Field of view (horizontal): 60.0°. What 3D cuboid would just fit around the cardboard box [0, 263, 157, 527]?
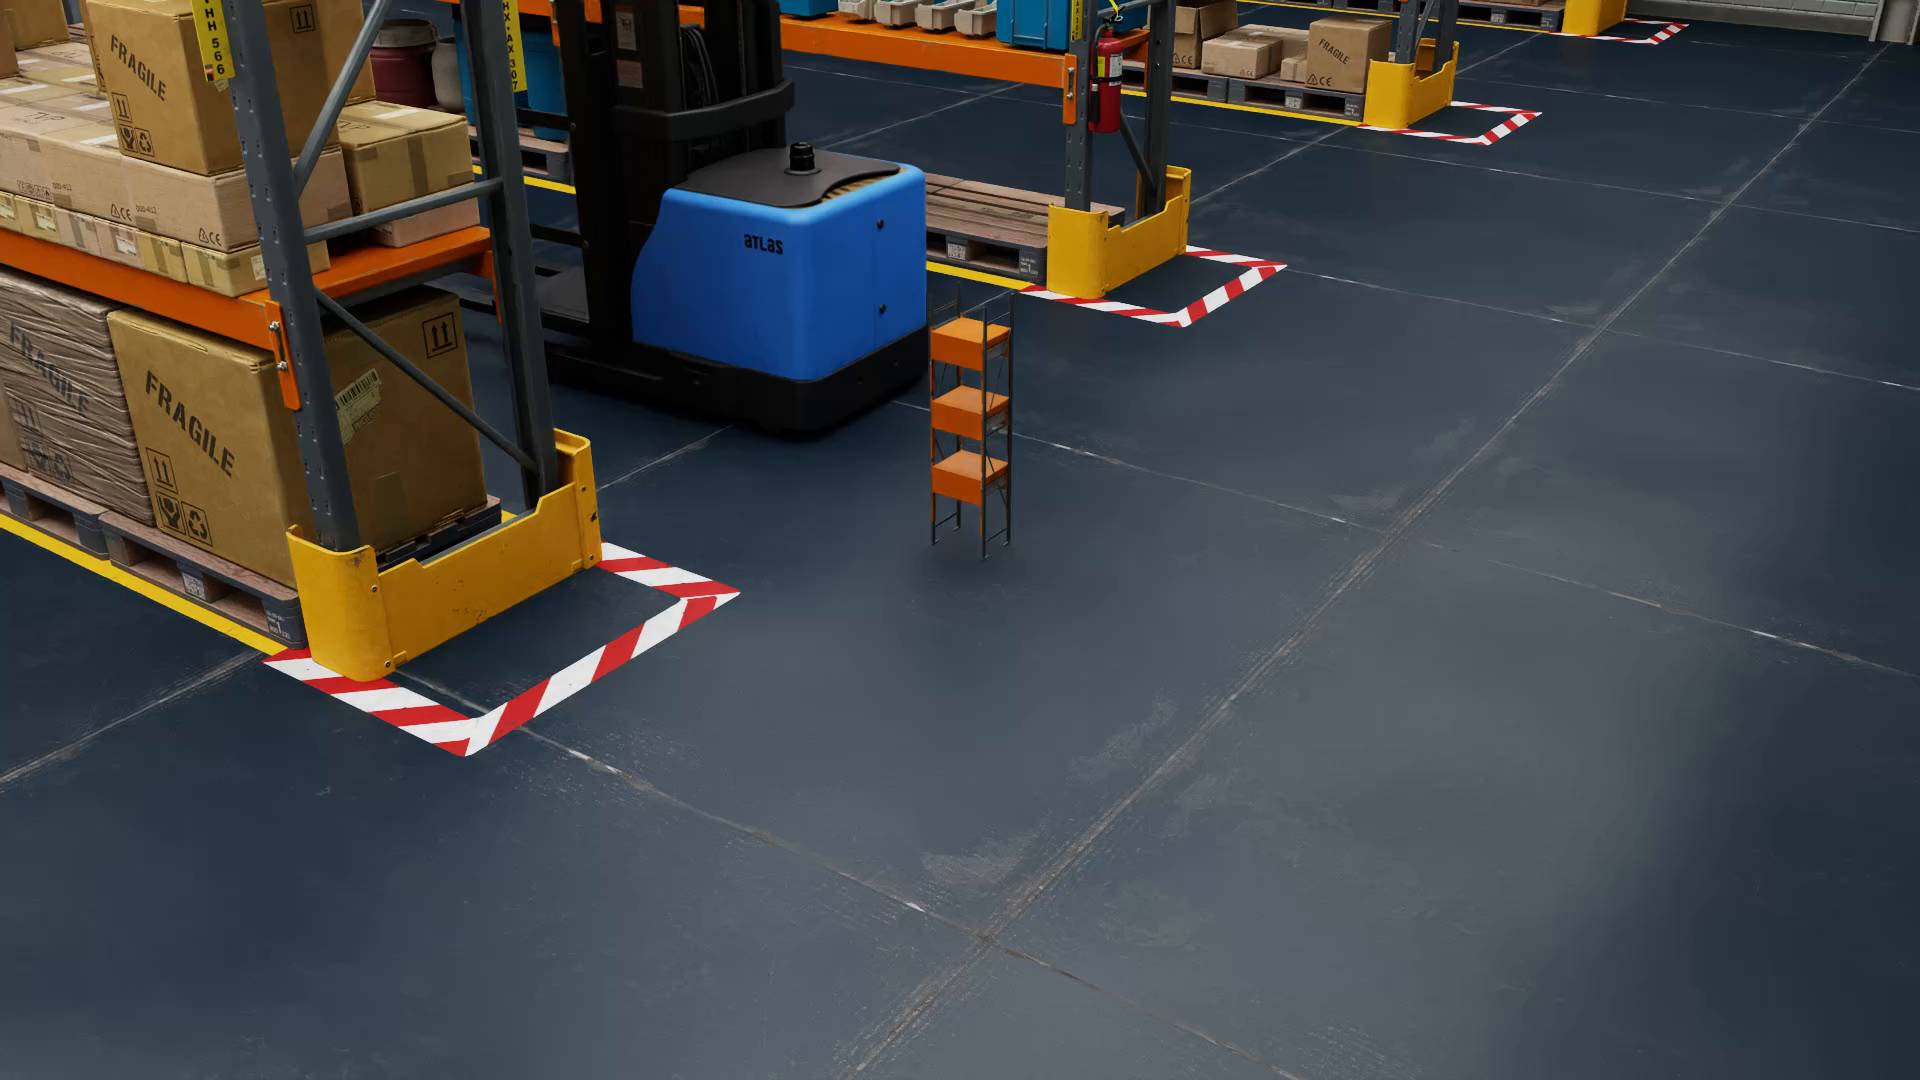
[{"bbox_3d":[-3.209,-0.708,6.713,0.875,0.875,0.875,17,32,30],"label":"cardboard box"}]

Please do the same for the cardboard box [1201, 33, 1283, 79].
[{"bbox_3d":[2.372,-4.075,13.998,0.500,0.250,0.500,17,32,30],"label":"cardboard box"}]

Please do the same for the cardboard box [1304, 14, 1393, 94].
[{"bbox_3d":[3.138,-3.932,13.439,0.500,0.500,0.500,17,32,30],"label":"cardboard box"}]

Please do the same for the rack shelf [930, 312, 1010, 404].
[{"bbox_3d":[0.044,-0.698,6.361,0.240,0.259,0.215,17,32,30],"label":"rack shelf"}]

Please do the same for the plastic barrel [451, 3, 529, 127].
[{"bbox_3d":[-3.401,-3.558,12.285,0.708,0.901,0.600,17,32,30],"label":"plastic barrel"}]

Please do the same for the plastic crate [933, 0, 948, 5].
[{"bbox_3d":[-0.184,-3.428,10.297,0.300,0.233,0.416,17,32,30],"label":"plastic crate"}]

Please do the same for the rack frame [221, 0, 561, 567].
[{"bbox_3d":[-1.886,-1.100,5.603,0.127,3.000,1.000,17,32,30],"label":"rack frame"}]

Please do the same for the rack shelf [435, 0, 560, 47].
[{"bbox_3d":[-4.027,-4.171,12.433,4.000,0.370,1.077,17,32,30],"label":"rack shelf"}]

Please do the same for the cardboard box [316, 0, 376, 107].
[{"bbox_3d":[-2.541,-1.852,6.093,0.500,0.500,0.500,16,31,29],"label":"cardboard box"}]

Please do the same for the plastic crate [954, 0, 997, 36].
[{"bbox_3d":[0.144,-3.002,9.567,0.243,0.136,0.396,17,32,30],"label":"plastic crate"}]

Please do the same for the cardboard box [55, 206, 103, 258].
[{"bbox_3d":[-2.993,-1.152,5.983,0.250,0.149,0.380,18,32,31],"label":"cardboard box"}]

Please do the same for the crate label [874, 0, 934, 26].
[{"bbox_3d":[-0.330,-3.144,9.846,0.243,0.136,0.396,17,32,30],"label":"crate label"}]

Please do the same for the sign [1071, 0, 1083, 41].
[{"bbox_3d":[0.620,-2.814,8.793,0.005,0.325,0.100,17,32,30],"label":"sign"}]

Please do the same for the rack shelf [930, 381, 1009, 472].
[{"bbox_3d":[0.044,-0.445,6.490,0.240,0.259,0.215,17,32,30],"label":"rack shelf"}]

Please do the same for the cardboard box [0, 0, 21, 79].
[{"bbox_3d":[-4.100,-2.047,6.475,0.500,0.500,0.500,16,31,29],"label":"cardboard box"}]

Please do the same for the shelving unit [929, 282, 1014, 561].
[{"bbox_3d":[0.044,-0.454,6.485,0.252,1.050,0.215,17,32,30],"label":"shelving unit"}]

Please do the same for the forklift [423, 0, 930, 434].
[{"bbox_3d":[-1.666,-2.287,8.013,3.031,2.935,1.130,16,31,29],"label":"forklift"}]

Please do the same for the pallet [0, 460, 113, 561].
[{"bbox_3d":[-3.591,-0.346,7.198,1.213,0.211,1.003,17,32,30],"label":"pallet"}]

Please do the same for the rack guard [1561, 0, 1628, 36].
[{"bbox_3d":[6.547,-5.535,17.075,0.348,0.500,1.175,17,32,30],"label":"rack guard"}]

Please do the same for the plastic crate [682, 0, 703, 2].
[{"bbox_3d":[-1.785,-3.711,10.597,0.583,0.464,0.402,17,32,30],"label":"plastic crate"}]

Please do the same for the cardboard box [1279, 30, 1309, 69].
[{"bbox_3d":[3.026,-4.147,14.138,0.500,0.250,0.500,17,32,30],"label":"cardboard box"}]

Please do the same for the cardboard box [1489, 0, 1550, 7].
[{"bbox_3d":[5.894,-5.871,17.271,0.500,0.500,0.700,17,32,30],"label":"cardboard box"}]

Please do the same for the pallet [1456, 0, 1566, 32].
[{"bbox_3d":[5.824,-5.588,17.498,1.213,0.211,1.003,17,32,30],"label":"pallet"}]

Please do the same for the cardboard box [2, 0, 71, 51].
[{"bbox_3d":[-4.242,-2.378,7.127,0.500,0.500,0.500,18,32,31],"label":"cardboard box"}]

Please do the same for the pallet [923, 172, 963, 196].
[{"bbox_3d":[-0.741,-2.248,10.935,1.213,0.211,1.003,17,32,30],"label":"pallet"}]

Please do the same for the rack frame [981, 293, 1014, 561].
[{"bbox_3d":[0.145,-0.423,6.423,0.008,1.050,0.200,17,32,30],"label":"rack frame"}]

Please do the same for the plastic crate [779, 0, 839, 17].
[{"bbox_3d":[-0.919,-3.335,10.114,0.300,0.233,0.416,17,32,30],"label":"plastic crate"}]

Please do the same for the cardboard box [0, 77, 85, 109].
[{"bbox_3d":[-3.705,-1.584,6.392,0.500,0.250,0.500,17,32,30],"label":"cardboard box"}]

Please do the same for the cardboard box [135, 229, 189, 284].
[{"bbox_3d":[-2.581,-1.022,5.728,0.250,0.149,0.380,18,32,31],"label":"cardboard box"}]

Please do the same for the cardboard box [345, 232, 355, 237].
[{"bbox_3d":[-2.204,-1.267,6.210,0.250,0.149,0.380,17,31,30],"label":"cardboard box"}]

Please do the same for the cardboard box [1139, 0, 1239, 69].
[{"bbox_3d":[1.980,-4.432,14.419,0.637,0.503,0.797,17,32,30],"label":"cardboard box"}]

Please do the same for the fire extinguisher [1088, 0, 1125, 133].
[{"bbox_3d":[0.786,-2.542,8.934,0.183,0.674,0.296,17,32,30],"label":"fire extinguisher"}]

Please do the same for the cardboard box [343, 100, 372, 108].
[{"bbox_3d":[-2.561,-1.520,6.268,0.500,0.250,0.500,17,31,30],"label":"cardboard box"}]

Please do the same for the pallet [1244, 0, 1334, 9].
[{"bbox_3d":[3.813,-6.215,18.730,1.213,0.211,1.003,17,32,30],"label":"pallet"}]

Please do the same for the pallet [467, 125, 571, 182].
[{"bbox_3d":[-2.991,-2.949,12.313,1.213,0.211,1.003,17,32,30],"label":"pallet"}]

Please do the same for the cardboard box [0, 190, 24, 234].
[{"bbox_3d":[-3.422,-1.284,6.243,0.250,0.149,0.380,17,32,30],"label":"cardboard box"}]

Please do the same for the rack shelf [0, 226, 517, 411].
[{"bbox_3d":[-3.534,-1.292,6.776,4.000,0.370,1.077,17,32,30],"label":"rack shelf"}]

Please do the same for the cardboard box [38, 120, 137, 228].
[{"bbox_3d":[-2.853,-1.321,5.876,0.500,0.250,0.500,17,31,29],"label":"cardboard box"}]

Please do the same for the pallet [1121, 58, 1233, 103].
[{"bbox_3d":[2.004,-4.097,14.568,1.213,0.211,1.003,17,32,30],"label":"pallet"}]

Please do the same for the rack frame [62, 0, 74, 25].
[{"bbox_3d":[-8.973,-6.033,15.297,0.127,3.000,1.000,17,32,30],"label":"rack frame"}]

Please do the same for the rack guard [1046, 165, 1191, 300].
[{"bbox_3d":[0.946,-1.836,9.806,0.348,0.500,1.175,17,32,30],"label":"rack guard"}]

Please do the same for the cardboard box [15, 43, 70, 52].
[{"bbox_3d":[-4.242,-2.045,7.299,0.500,0.250,0.500,18,32,32],"label":"cardboard box"}]

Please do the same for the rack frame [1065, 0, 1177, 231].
[{"bbox_3d":[0.919,-2.951,9.242,0.127,3.000,1.000,17,32,30],"label":"rack frame"}]

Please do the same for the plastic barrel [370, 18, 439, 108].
[{"bbox_3d":[-4.332,-3.709,12.926,0.708,0.588,0.600,17,32,30],"label":"plastic barrel"}]

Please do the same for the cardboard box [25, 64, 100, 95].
[{"bbox_3d":[-3.406,-1.783,6.783,0.500,0.250,0.500,17,31,29],"label":"cardboard box"}]

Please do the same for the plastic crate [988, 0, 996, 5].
[{"bbox_3d":[0.359,-3.259,9.965,0.300,0.233,0.416,17,32,30],"label":"plastic crate"}]
